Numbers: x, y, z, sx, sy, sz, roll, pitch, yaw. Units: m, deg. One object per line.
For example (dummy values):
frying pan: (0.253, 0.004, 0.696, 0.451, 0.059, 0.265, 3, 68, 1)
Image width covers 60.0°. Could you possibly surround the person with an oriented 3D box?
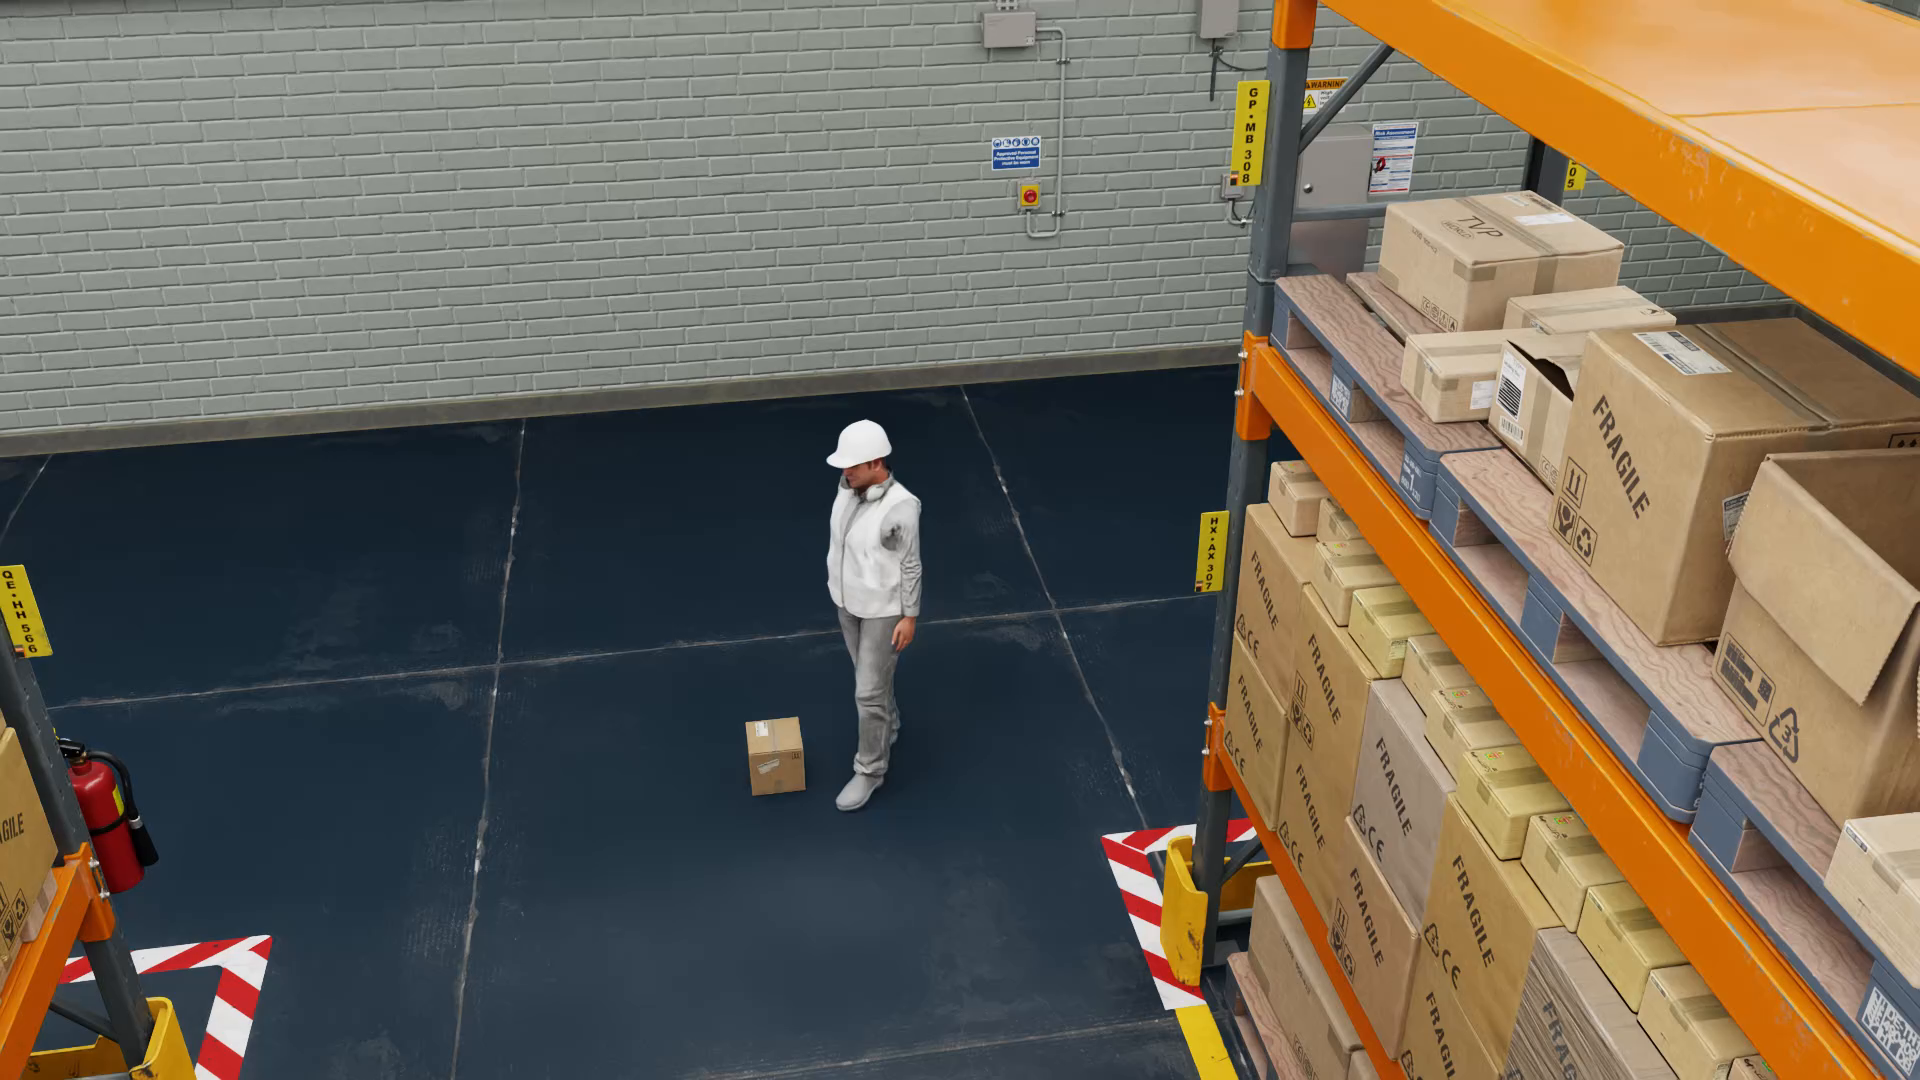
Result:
person: (-0.483, 0.315, 7.572, 0.614, 1.768, 0.568, -25, 39, -36)
